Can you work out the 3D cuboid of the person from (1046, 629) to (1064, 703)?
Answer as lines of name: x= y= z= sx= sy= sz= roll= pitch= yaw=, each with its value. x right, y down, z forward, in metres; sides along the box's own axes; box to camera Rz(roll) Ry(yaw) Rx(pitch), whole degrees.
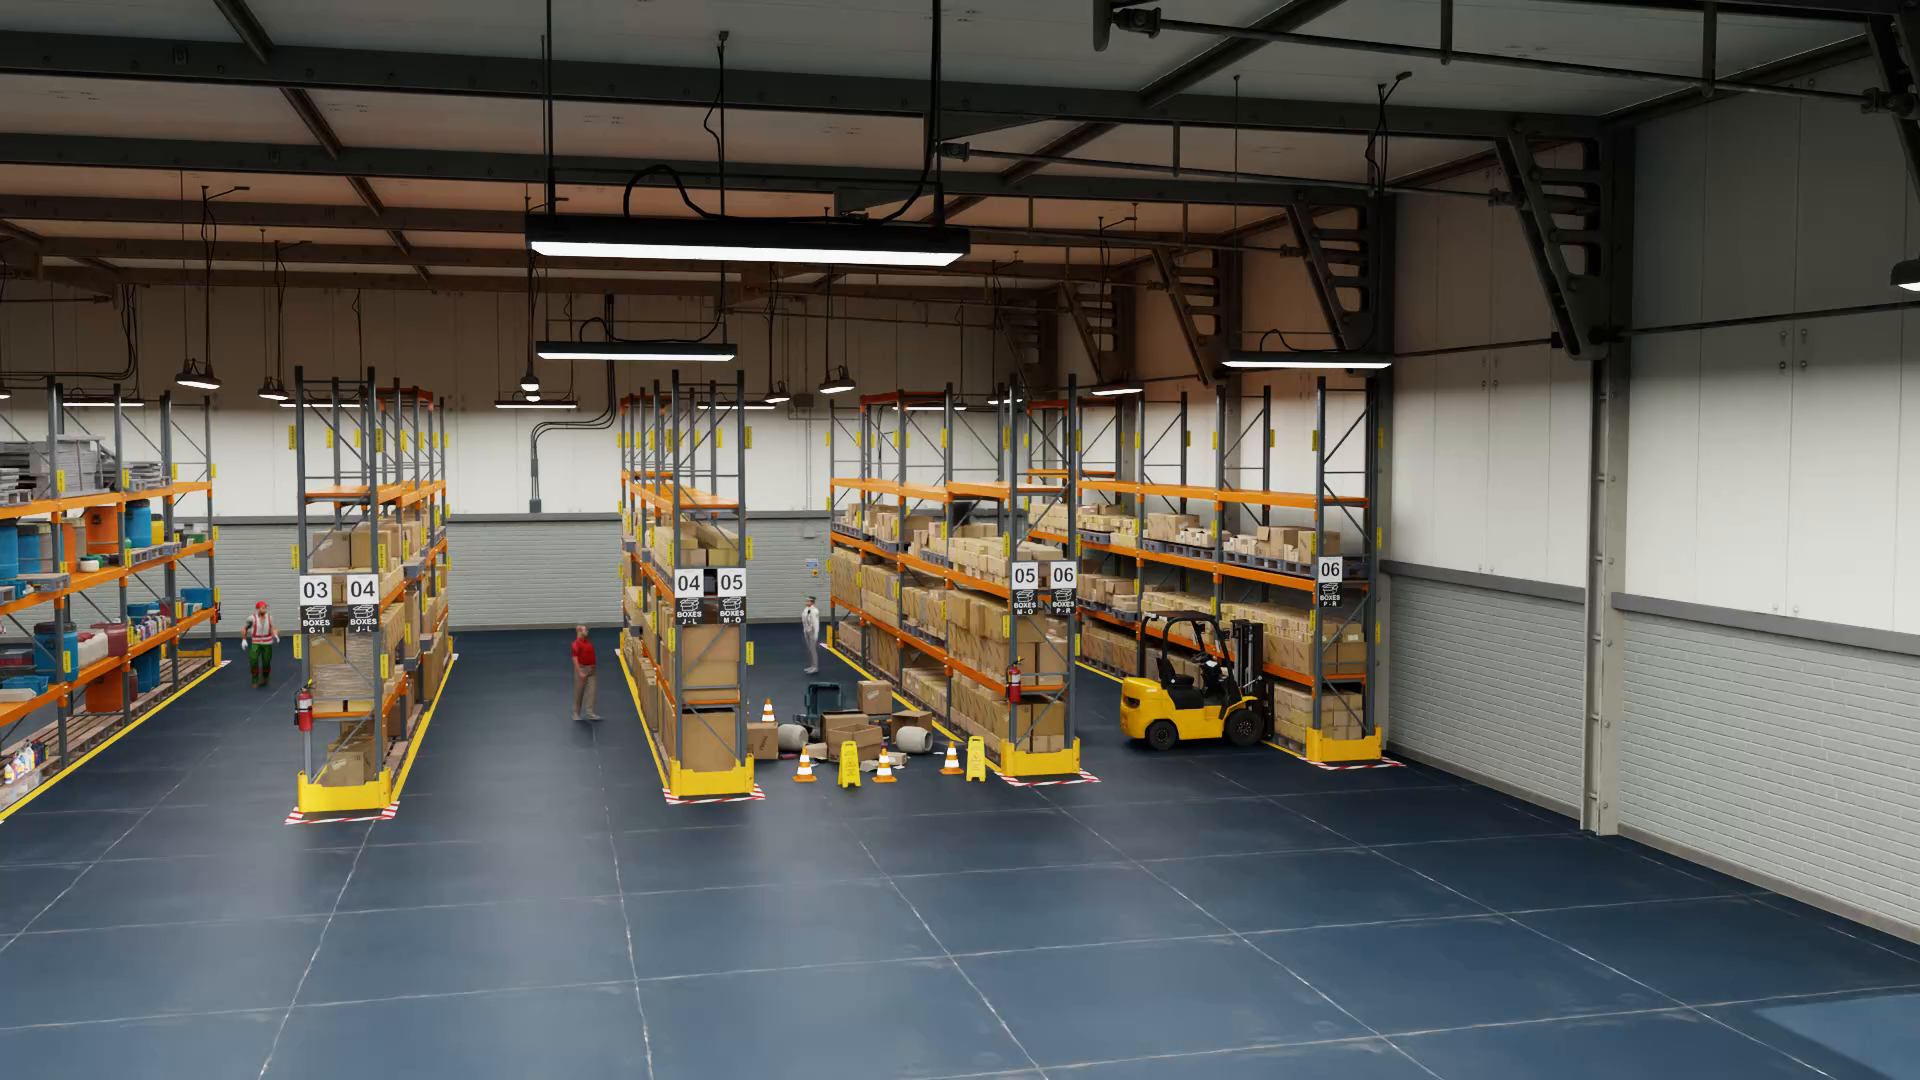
person: x=1.571 y=2.399 z=29.790 sx=0.633 sy=1.636 sz=0.941 roll=-1 pitch=4 yaw=-16

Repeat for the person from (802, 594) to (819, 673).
person: x=-3.227 y=2.013 z=35.923 sx=0.330 sy=1.691 sz=0.552 roll=-2 pitch=4 yaw=-33

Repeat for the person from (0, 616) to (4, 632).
person: x=-21.759 y=1.932 z=37.364 sx=0.461 sy=1.644 sz=0.483 roll=2 pitch=4 yaw=30

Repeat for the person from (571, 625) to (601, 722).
person: x=-6.719 y=2.379 z=29.739 sx=0.476 sy=1.727 sz=0.564 roll=3 pitch=5 yaw=42

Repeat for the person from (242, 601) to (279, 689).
person: x=-14.237 y=2.143 z=33.891 sx=0.758 sy=1.812 sz=0.877 roll=-1 pitch=3 yaw=-12
